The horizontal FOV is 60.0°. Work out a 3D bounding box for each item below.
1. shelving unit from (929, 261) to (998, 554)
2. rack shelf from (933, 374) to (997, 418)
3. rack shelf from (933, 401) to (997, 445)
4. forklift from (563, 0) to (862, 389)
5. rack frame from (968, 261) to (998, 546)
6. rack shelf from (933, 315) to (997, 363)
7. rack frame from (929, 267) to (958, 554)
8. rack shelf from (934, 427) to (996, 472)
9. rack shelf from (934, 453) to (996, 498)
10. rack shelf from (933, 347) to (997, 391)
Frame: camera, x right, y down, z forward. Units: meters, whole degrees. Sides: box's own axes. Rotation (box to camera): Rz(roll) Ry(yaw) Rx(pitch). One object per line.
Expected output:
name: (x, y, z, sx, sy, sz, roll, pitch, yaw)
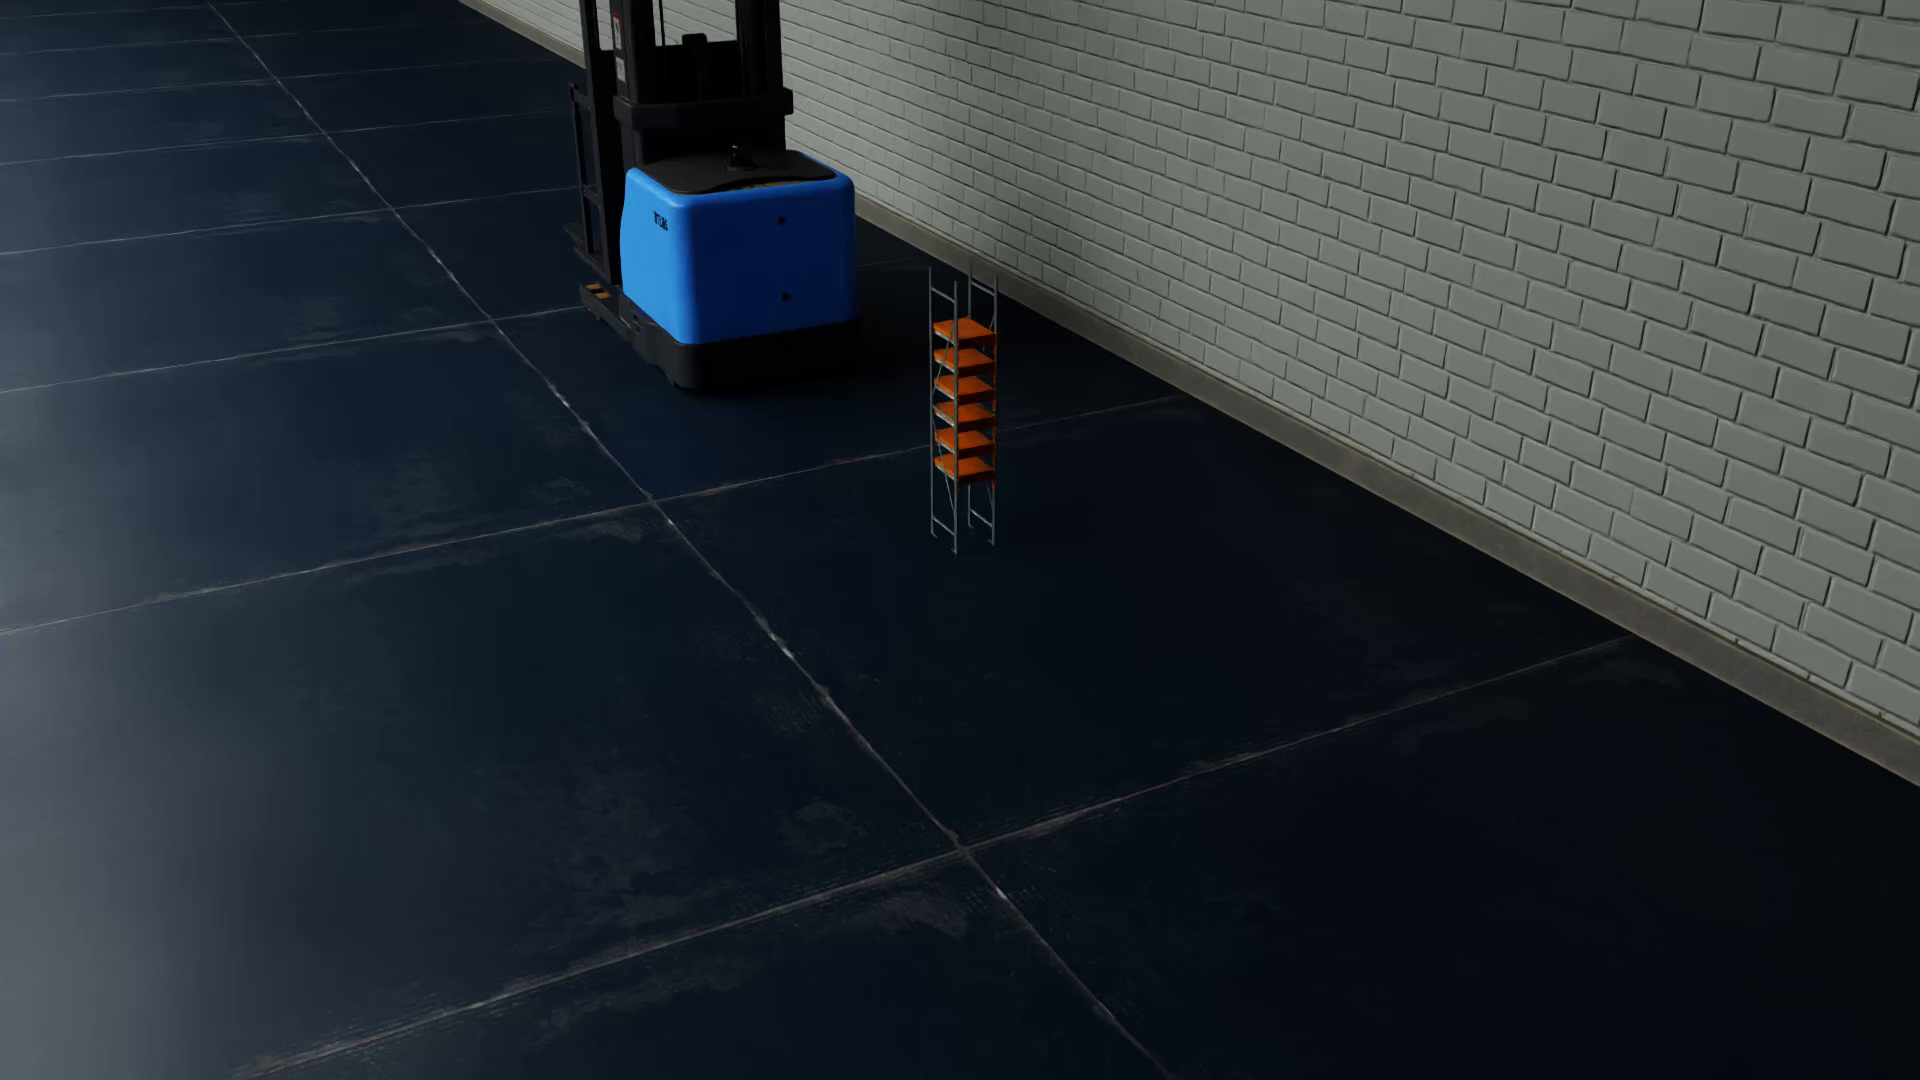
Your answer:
shelving unit: (0.013, -0.544, 6.979, 0.189, 1.200, 0.258, -13, 29, -25)
rack shelf: (0.013, -0.612, 6.947, 0.180, 0.103, 0.258, -13, 29, -25)
rack shelf: (0.013, -0.504, 6.999, 0.180, 0.103, 0.258, -13, 29, -25)
forklift: (-1.662, -2.718, 9.508, 1.130, 2.935, 3.031, -13, 28, -24)
rack frame: (0.094, -0.562, 7.018, 0.006, 1.200, 0.240, -13, 29, -25)
rack shelf: (0.013, -0.828, 6.843, 0.180, 0.103, 0.258, -13, 29, -25)
rack frame: (-0.068, -0.525, 6.941, 0.006, 1.200, 0.240, -13, 29, -25)
rack shelf: (0.013, -0.396, 7.051, 0.180, 0.103, 0.258, -13, 29, -25)
rack shelf: (0.013, -0.287, 7.103, 0.180, 0.103, 0.258, -13, 29, -25)
rack shelf: (0.013, -0.720, 6.895, 0.180, 0.103, 0.258, -13, 29, -25)
